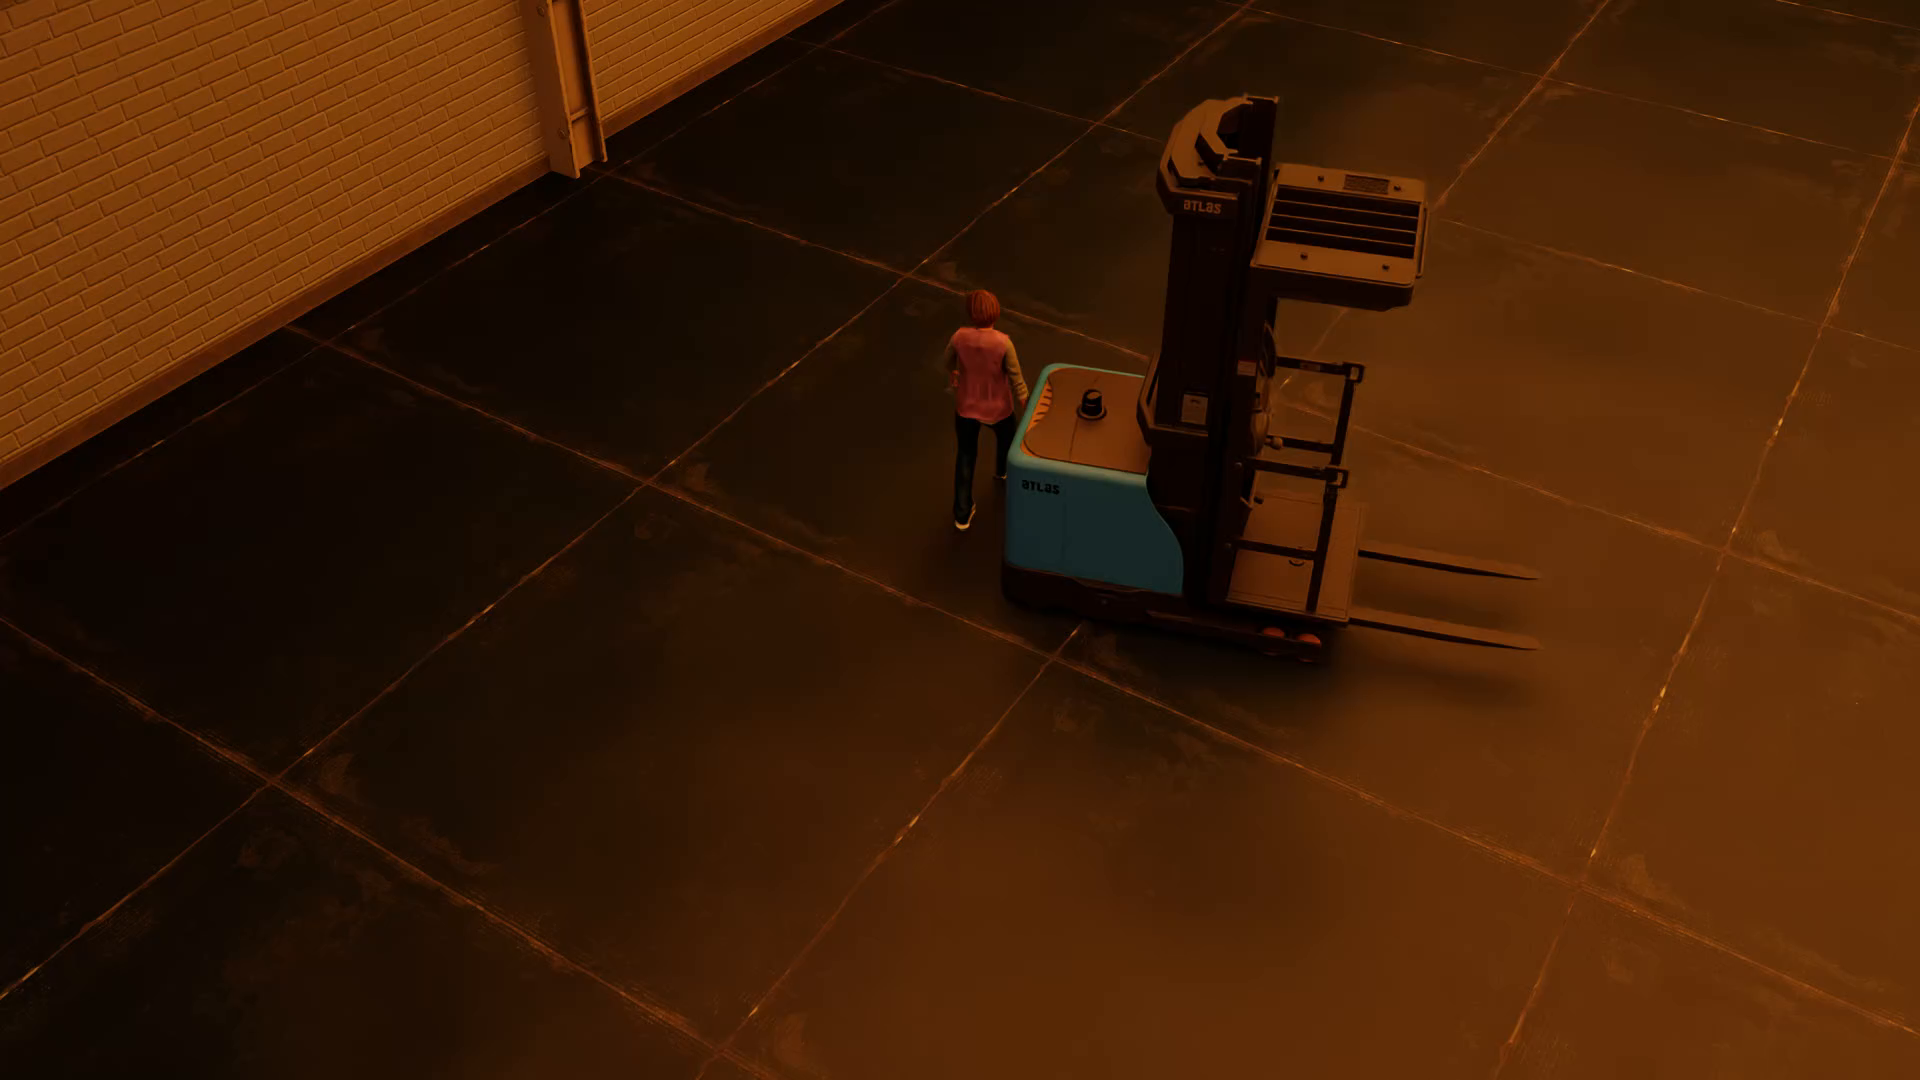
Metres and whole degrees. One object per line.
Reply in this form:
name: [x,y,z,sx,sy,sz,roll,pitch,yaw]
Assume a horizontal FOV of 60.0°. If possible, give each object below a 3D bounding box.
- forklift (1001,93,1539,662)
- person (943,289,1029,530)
forklift: [1.818,-0.810,8.922,3.031,2.935,1.130,10,41,12]
person: [0.195,-0.868,10.061,0.605,1.543,0.813,10,41,11]
